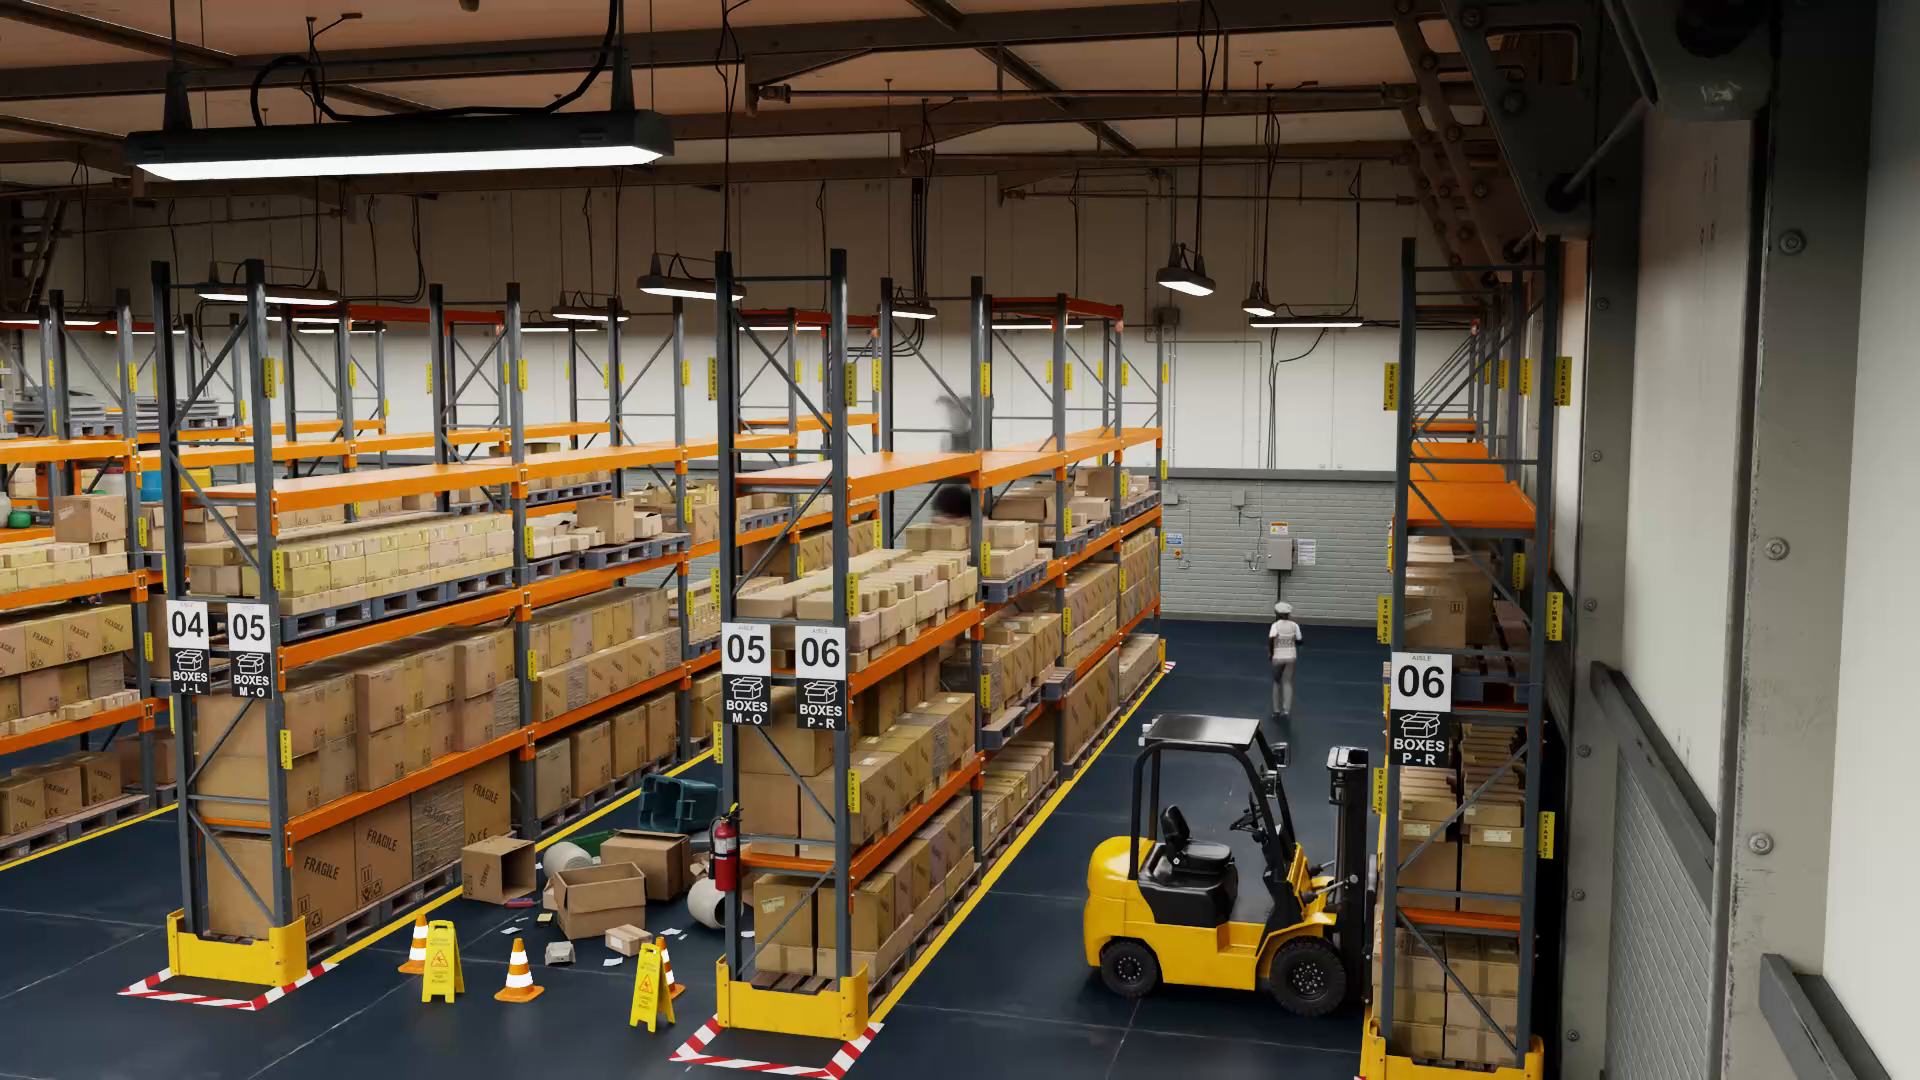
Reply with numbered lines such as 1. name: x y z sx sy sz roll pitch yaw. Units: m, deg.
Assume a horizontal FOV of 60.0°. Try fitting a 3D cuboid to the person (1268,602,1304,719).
1. person: 4.710 1.784 24.100 0.555 1.747 0.816 0 6 2
